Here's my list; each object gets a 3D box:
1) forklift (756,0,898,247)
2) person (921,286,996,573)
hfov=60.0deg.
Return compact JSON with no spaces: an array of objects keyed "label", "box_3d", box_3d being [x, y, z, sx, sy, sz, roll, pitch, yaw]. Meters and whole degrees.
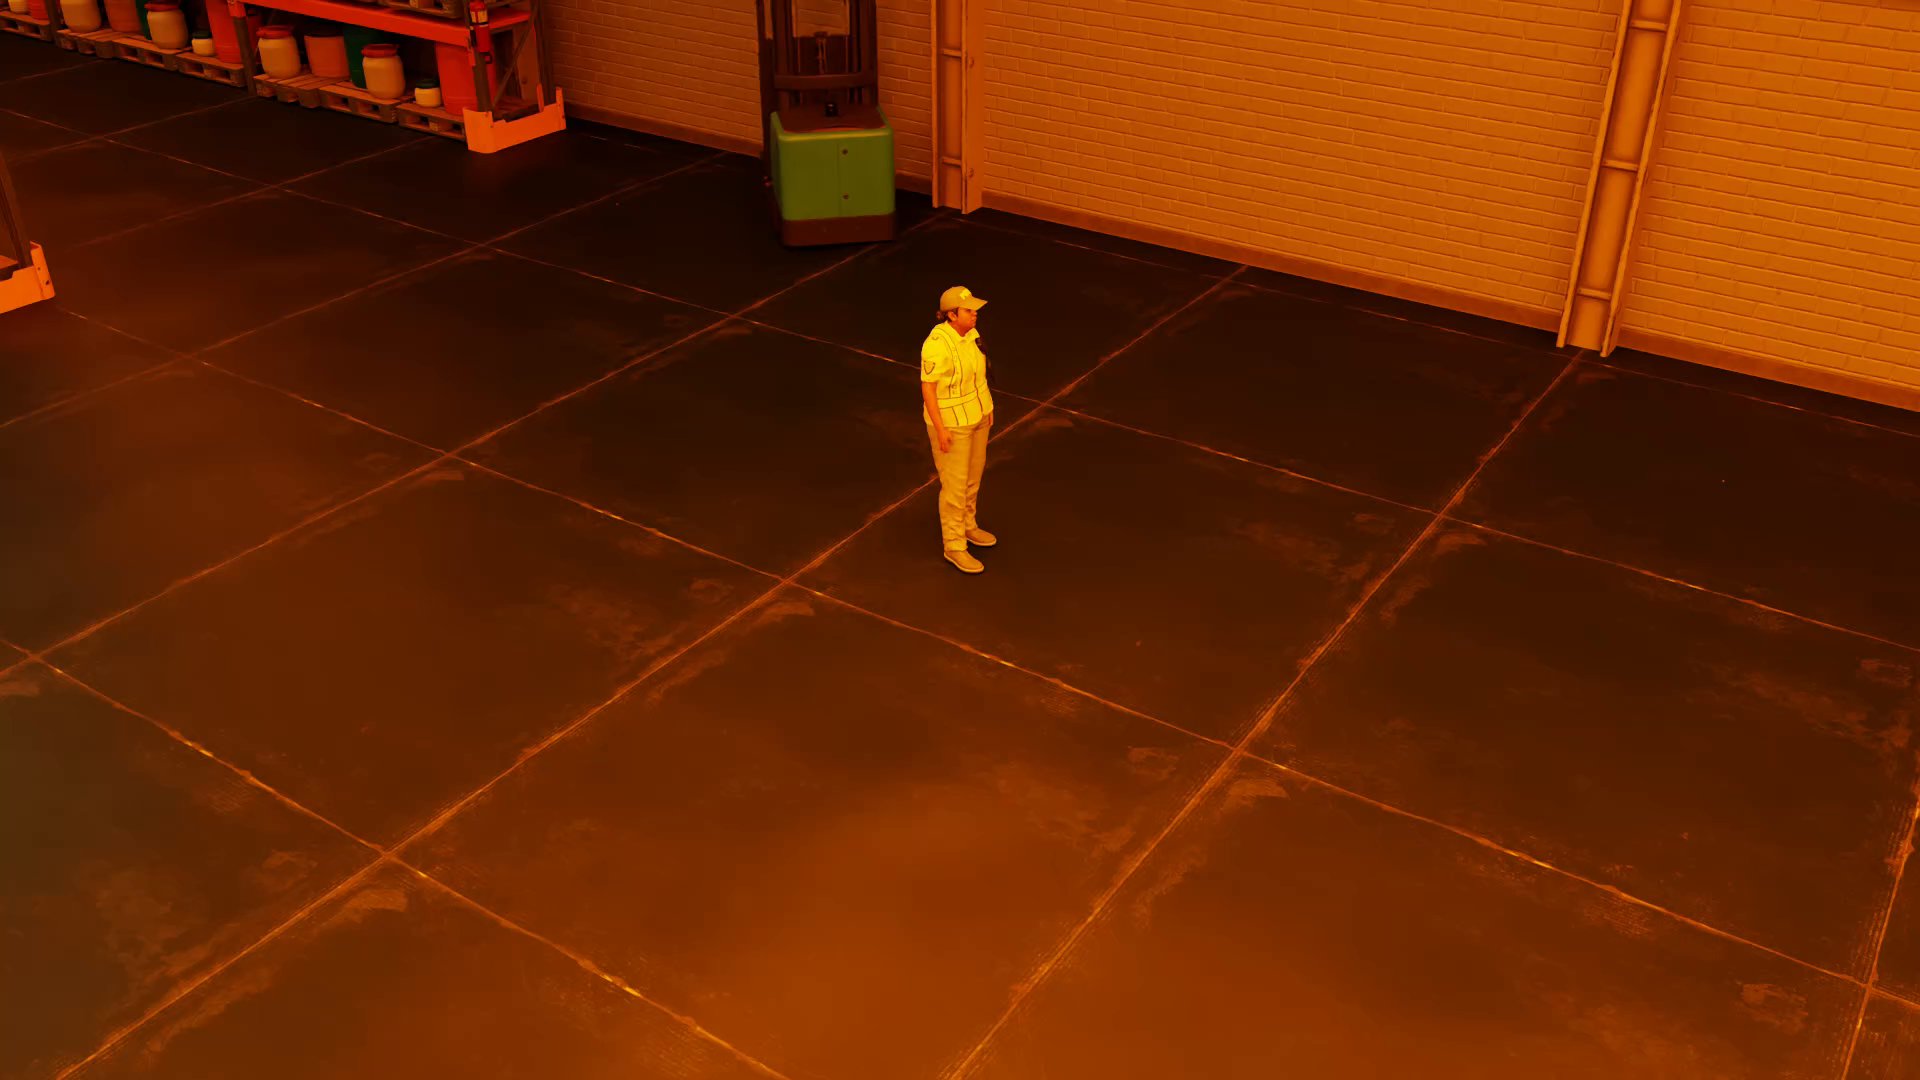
[{"label":"forklift","box_3d":[-1.353,-4.617,15.532,1.130,2.935,3.031,-6,31,-10]},{"label":"person","box_3d":[0.051,-0.696,10.024,0.529,1.670,0.598,19,35,29]}]
